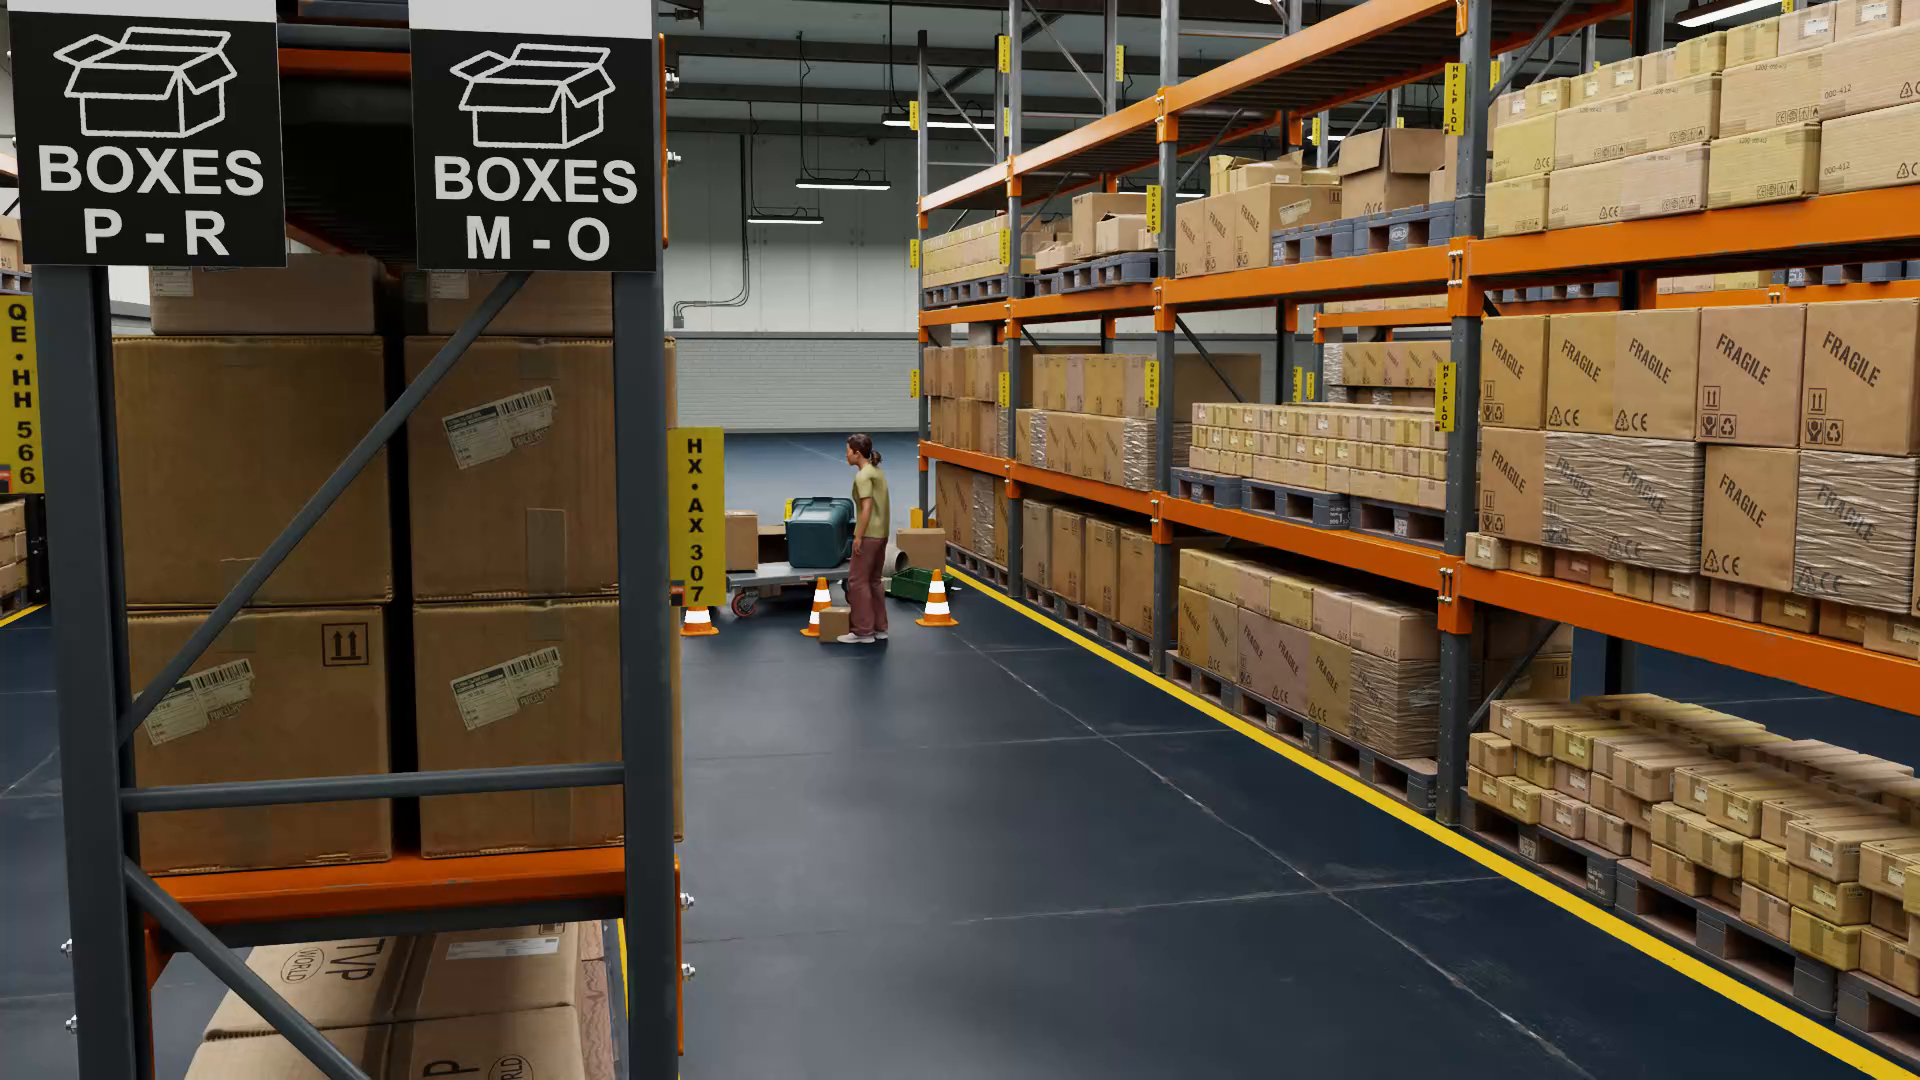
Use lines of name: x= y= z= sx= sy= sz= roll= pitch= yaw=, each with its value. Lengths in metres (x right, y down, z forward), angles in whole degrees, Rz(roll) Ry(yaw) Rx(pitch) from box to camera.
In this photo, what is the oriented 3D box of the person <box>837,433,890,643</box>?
person: x=-0.770 y=0.102 z=13.298 sx=0.407 sy=1.438 sz=0.517 roll=1 pitch=6 yaw=13
